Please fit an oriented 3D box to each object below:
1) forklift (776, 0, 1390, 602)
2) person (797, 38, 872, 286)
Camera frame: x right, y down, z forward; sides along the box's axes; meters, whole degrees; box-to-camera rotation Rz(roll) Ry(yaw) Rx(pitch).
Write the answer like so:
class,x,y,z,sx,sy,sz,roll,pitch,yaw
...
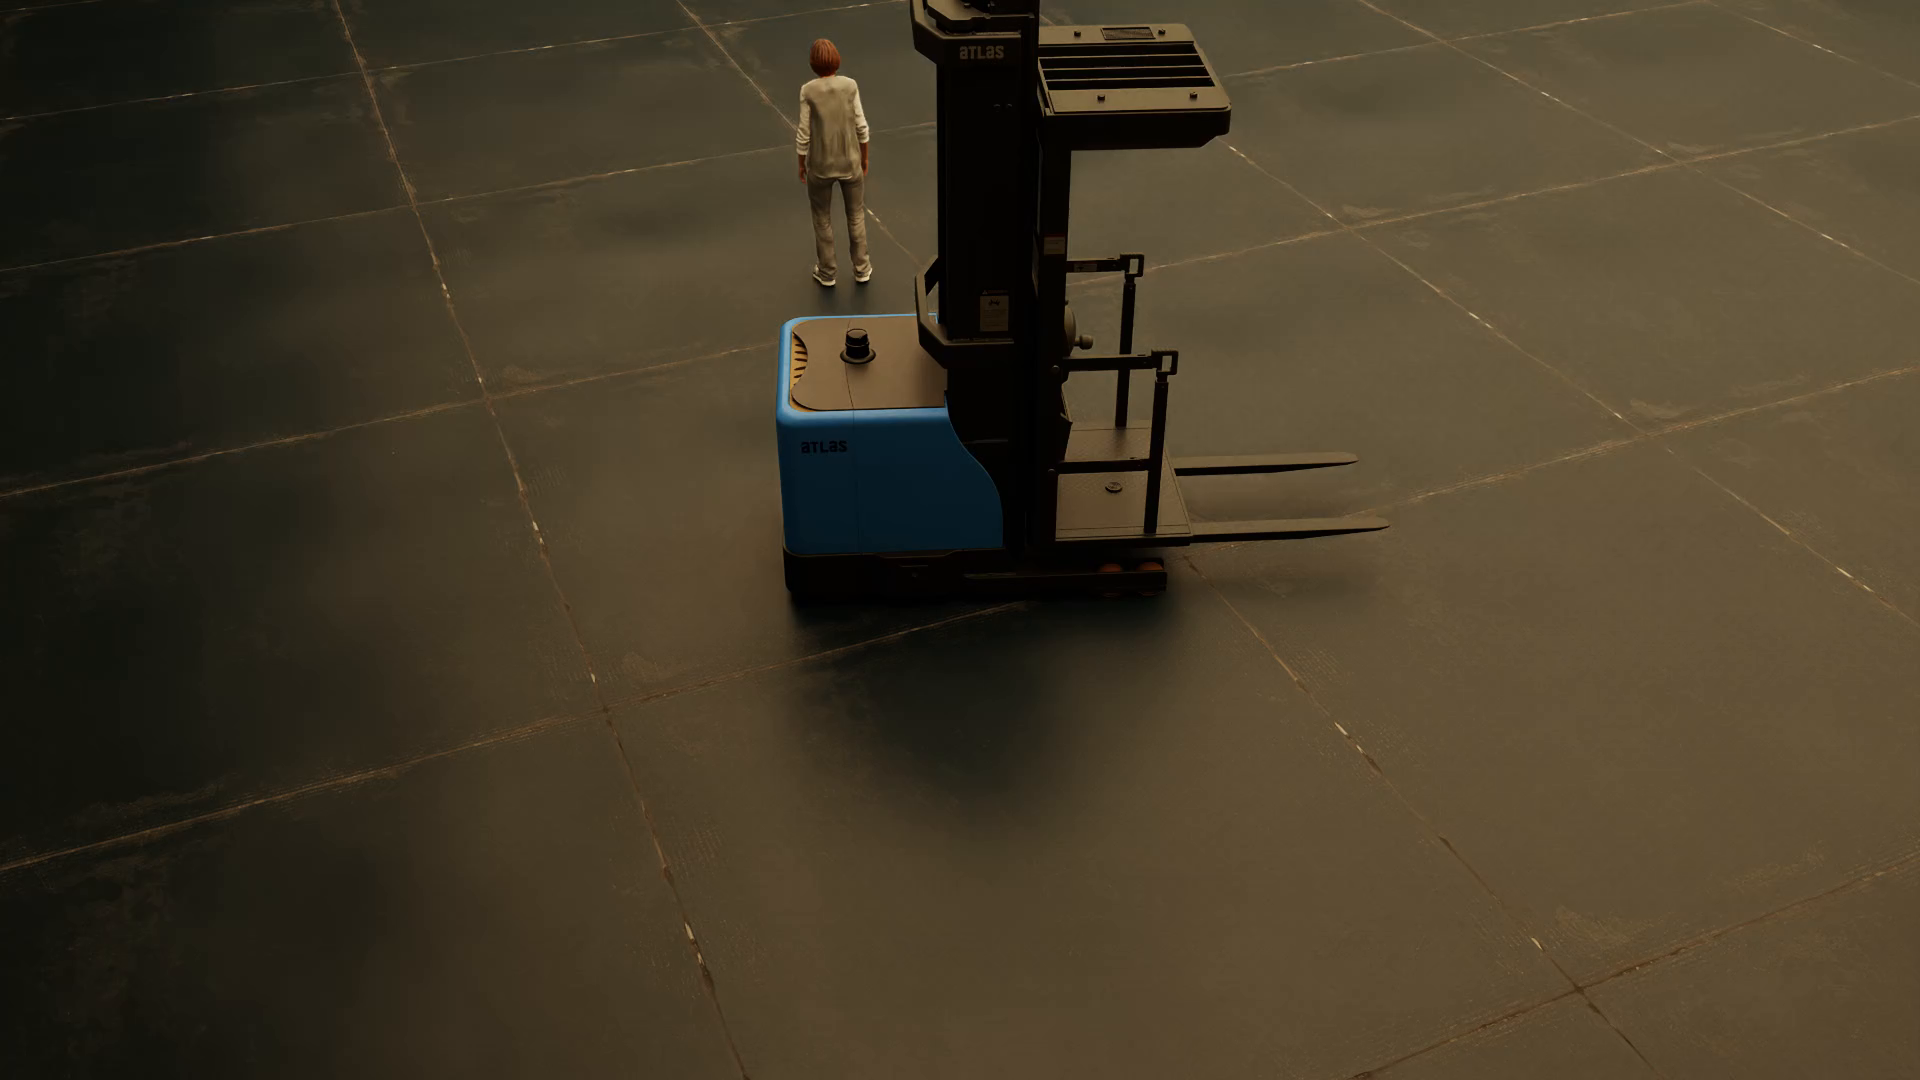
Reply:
class,x,y,z,sx,sy,sz,roll,pitch,yaw
forklift,0.625,-1.218,7.811,3.031,2.935,1.130,-2,35,-3
person,-0.802,-2.382,10.605,0.470,1.591,0.350,-8,36,-11
